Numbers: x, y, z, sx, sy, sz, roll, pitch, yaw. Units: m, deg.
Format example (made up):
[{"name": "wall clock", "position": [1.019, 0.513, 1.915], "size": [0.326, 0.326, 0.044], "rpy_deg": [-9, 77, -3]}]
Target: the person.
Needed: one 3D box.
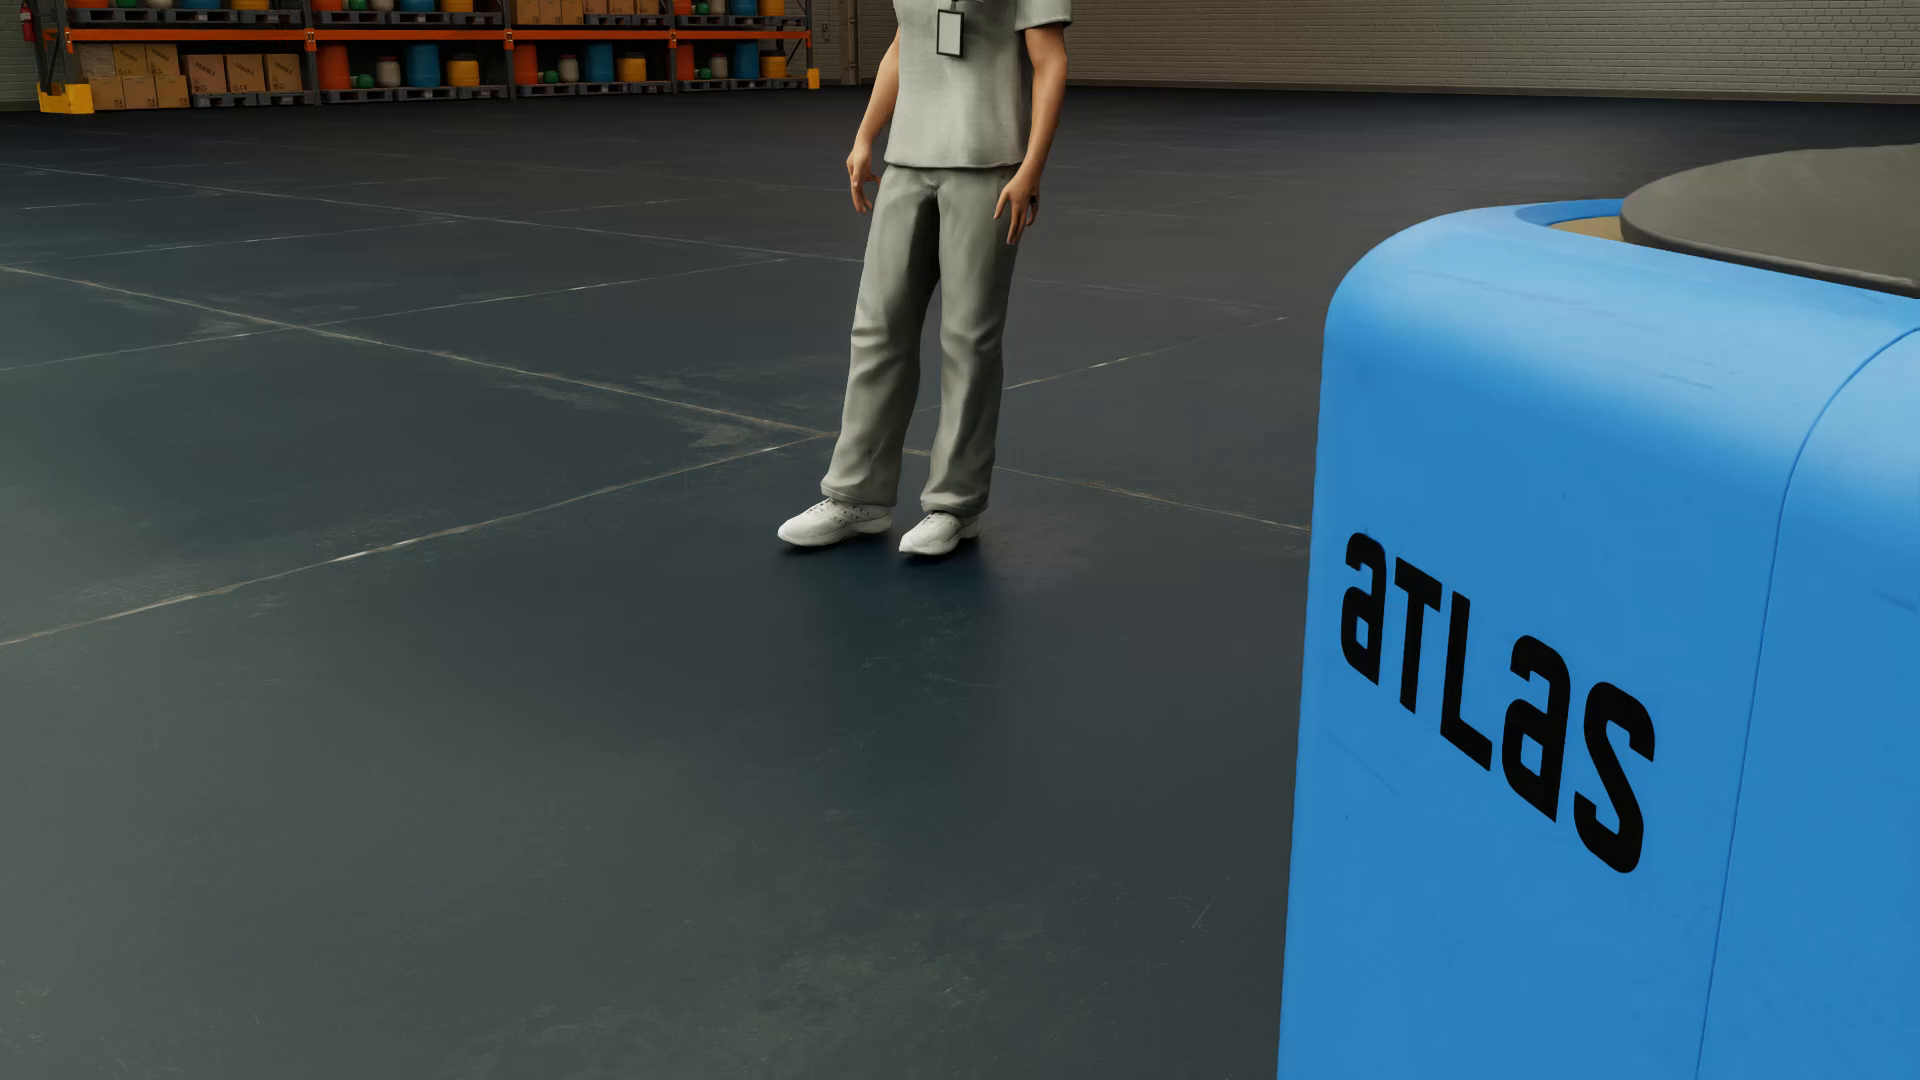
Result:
[{"name": "person", "position": [-0.058, -0.795, 3.650], "size": [0.549, 1.673, 0.548], "rpy_deg": [13, 21, 37]}]
